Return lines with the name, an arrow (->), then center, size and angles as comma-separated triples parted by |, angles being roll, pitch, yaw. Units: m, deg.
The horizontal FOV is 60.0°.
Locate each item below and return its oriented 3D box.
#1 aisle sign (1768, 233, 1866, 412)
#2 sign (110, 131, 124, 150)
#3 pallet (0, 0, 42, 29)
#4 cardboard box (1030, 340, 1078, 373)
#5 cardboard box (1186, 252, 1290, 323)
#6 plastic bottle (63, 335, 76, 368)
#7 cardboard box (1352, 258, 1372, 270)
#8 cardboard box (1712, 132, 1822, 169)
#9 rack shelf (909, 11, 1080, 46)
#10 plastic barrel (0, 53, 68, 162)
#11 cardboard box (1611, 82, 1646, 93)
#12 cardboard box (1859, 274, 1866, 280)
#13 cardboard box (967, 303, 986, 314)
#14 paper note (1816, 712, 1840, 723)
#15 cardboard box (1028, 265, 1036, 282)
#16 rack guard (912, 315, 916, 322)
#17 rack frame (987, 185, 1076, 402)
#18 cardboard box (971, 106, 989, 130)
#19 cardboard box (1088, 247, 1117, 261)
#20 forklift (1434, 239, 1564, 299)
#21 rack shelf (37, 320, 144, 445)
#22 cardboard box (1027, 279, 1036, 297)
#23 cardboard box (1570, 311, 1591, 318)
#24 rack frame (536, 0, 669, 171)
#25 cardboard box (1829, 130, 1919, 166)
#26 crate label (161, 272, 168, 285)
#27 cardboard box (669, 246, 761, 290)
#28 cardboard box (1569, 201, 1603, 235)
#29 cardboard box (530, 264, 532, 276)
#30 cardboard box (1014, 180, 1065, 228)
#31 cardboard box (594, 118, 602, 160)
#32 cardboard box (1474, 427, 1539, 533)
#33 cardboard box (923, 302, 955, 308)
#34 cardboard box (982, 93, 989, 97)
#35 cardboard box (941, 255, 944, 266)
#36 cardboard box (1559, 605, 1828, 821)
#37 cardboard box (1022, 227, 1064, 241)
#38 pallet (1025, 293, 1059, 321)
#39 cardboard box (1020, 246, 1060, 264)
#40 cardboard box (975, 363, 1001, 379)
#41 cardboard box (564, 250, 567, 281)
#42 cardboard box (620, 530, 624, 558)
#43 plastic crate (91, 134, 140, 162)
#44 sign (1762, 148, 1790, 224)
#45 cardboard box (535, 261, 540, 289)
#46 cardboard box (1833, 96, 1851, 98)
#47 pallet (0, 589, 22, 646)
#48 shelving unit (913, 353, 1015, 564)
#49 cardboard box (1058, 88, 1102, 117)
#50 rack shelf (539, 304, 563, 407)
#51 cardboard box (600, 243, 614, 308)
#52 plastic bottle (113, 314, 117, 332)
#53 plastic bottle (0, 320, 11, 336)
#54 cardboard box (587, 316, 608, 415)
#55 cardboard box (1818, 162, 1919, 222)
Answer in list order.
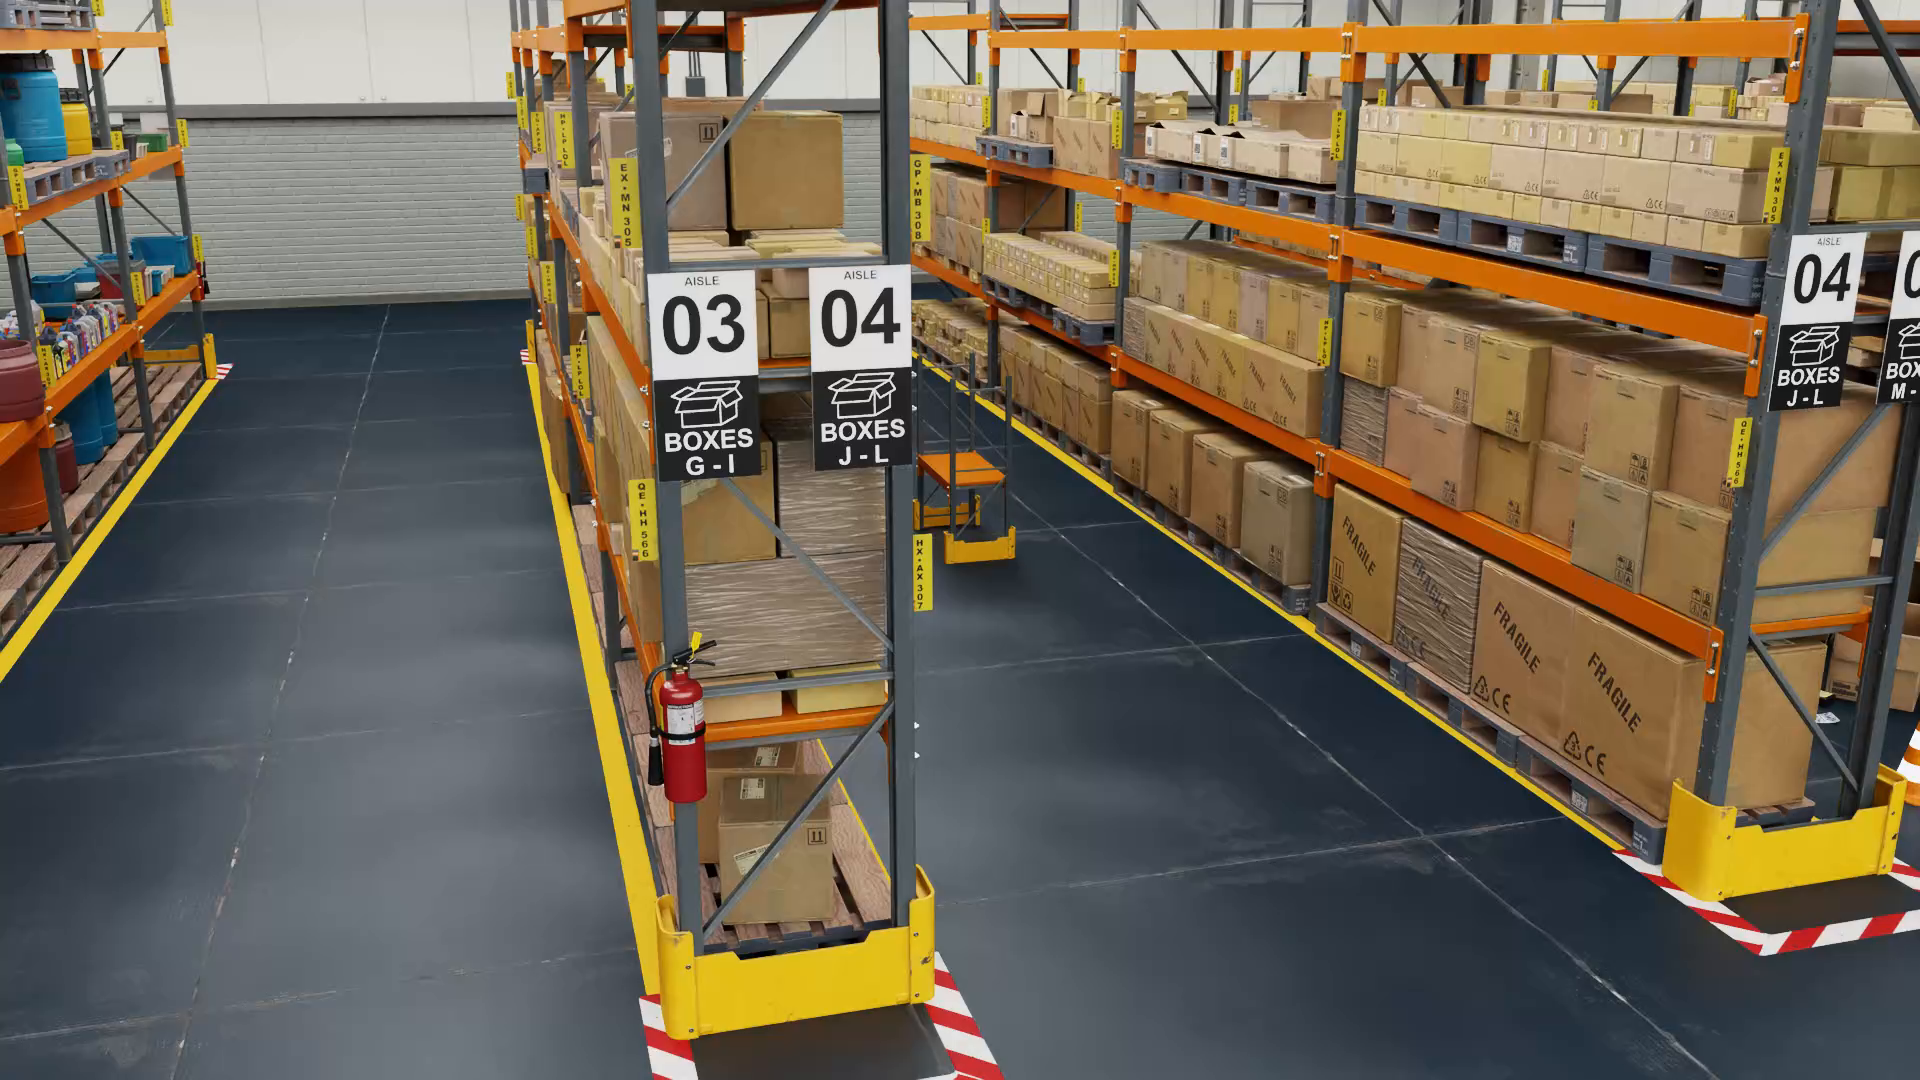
aisle sign -> 3.844, -0.974, 7.462 | 0.394, 0.787, 0.004 | -5, 17, -15
sign -> -8.215, -3.820, 16.224 | 0.100, 0.325, 0.005 | -5, 17, -15
pallet -> -7.813, -4.023, 12.725 | 1.213, 0.211, 1.003 | -5, 17, -15
cardboard box -> 1.049, -1.941, 17.511 | 0.500, 0.250, 0.500 | -4, 17, -13
cardboard box -> 2.311, -2.105, 13.835 | 0.700, 0.500, 0.500 | -5, 17, -16
plastic bottle -> -7.727, -1.642, 14.407 | 0.061, 0.283, 0.133 | -5, 17, -15
cardboard box -> 5.173, -3.667, 20.771 | 0.500, 0.500, 0.500 | -5, 17, -15
cardboard box -> 3.694, -1.786, 7.616 | 0.380, 0.149, 0.250 | -5, 17, -15
rack shelf -> 0.265, -6.172, 20.113 | 1.077, 0.370, 4.000 | -5, 17, -15
plastic barrel -> -8.128, -3.754, 14.419 | 0.600, 0.901, 0.708 | -5, 17, -15
cardboard box -> 9.372, -6.335, 23.488 | 0.500, 0.250, 0.500 | -5, 17, -16
cardboard box -> 7.260, -1.936, 13.763 | 0.500, 0.500, 0.500 | -5, 17, -15
cardboard box -> 0.312, -3.057, 22.105 | 0.380, 0.149, 0.250 | -5, 17, -16
paper note -> 5.326, 1.094, 10.260 | 0.144, 0.017, 0.142 | 1, 17, 4
cardboard box -> 0.913, -2.737, 17.040 | 0.380, 0.149, 0.250 | -5, 17, -16
rack guard -> -0.263, -2.980, 23.003 | 1.175, 0.500, 0.348 | -5, 17, -15
rack frame -> 0.815, -3.092, 19.030 | 1.000, 3.000, 0.127 | -5, 17, -15
cardboard box -> 0.444, -4.803, 18.906 | 0.500, 0.250, 0.500 | -6, 18, -18
cardboard box -> 1.546, -2.927, 17.154 | 0.380, 0.149, 0.250 | -5, 17, -16
forklift -> 4.829, -1.675, 14.433 | 1.130, 2.935, 3.031 | -5, 17, -16
rack shelf -> -8.194, -1.438, 14.776 | 1.077, 0.370, 4.000 | -5, 17, -15
cardboard box -> 0.911, -2.596, 17.088 | 0.380, 0.149, 0.250 | -6, 18, -18
cardboard box -> 6.257, -2.452, 17.162 | 0.500, 0.250, 0.500 | -5, 18, -17
rack frame -> -2.883, -4.494, 13.271 | 1.000, 3.000, 0.127 | -5, 17, -15
cardboard box -> 4.327, -1.837, 7.786 | 0.380, 0.149, 0.250 | -5, 17, -15
crate label -> -9.279, -2.977, 19.003 | 0.396, 0.136, 0.243 | -5, 17, -15
cardboard box -> -1.019, -1.097, 6.744 | 0.380, 0.149, 0.250 | -5, 18, -17
cardboard box -> 3.416, -1.684, 8.664 | 0.380, 0.149, 0.250 | -5, 17, -16
cardboard box -> -4.945, -3.234, 19.940 | 0.380, 0.149, 0.250 | -5, 17, -16
cardboard box -> 0.925, -3.905, 19.309 | 0.500, 0.500, 0.500 | -4, 17, -14
cardboard box -> -2.077, -2.600, 11.270 | 0.797, 0.503, 0.637 | -4, 17, -13
cardboard box -> 3.577, -0.402, 9.815 | 0.875, 0.550, 0.500 | -5, 17, -15
cardboard box -> -0.276, -3.080, 22.184 | 0.380, 0.149, 0.250 | -4, 17, -14
cardboard box -> 0.466, -4.952, 18.707 | 0.380, 0.149, 0.250 | -6, 18, -18
cardboard box -> -0.033, -3.535, 20.942 | 0.380, 0.149, 0.250 | -4, 17, -13
cardboard box -> 3.863, 0.862, 8.832 | 0.875, 0.875, 0.875 | -5, 17, -15
cardboard box -> 0.921, -3.439, 19.495 | 0.500, 0.500, 0.500 | -5, 17, -16
pallet -> 1.331, -2.438, 17.186 | 1.003, 0.211, 1.213 | -5, 17, -15
cardboard box -> 0.837, -2.954, 17.246 | 0.380, 0.149, 0.250 | -4, 17, -13
cardboard box -> 0.380, -2.009, 19.651 | 0.380, 0.149, 0.250 | -4, 17, -15
cardboard box -> -3.435, -2.718, 15.870 | 0.797, 0.503, 0.637 | -4, 17, -13
cardboard box -> -1.646, 0.033, 9.065 | 0.380, 0.149, 0.250 | -5, 17, -15
plastic crate -> -8.822, -4.075, 17.317 | 0.497, 0.269, 0.590 | -5, 17, -15
sign -> 3.587, -1.556, 7.302 | 0.100, 0.325, 0.005 | -5, 17, -15
cardboard box -> -4.355, -2.899, 18.134 | 0.500, 0.250, 0.500 | -5, 17, -16
cardboard box -> 10.745, -5.328, 20.276 | 0.380, 0.149, 0.250 | -4, 17, -14
pallet -> -7.138, 0.660, 11.387 | 1.003, 0.211, 1.213 | -5, 17, -15
shelving unit -> 0.021, -0.697, 13.666 | 0.587, 1.500, 1.083 | -5, 17, -15
cardboard box -> 1.180, -4.282, 16.274 | 0.396, 0.266, 0.258 | -5, 17, -15
rack shelf -> -3.432, -1.830, 16.080 | 1.077, 0.370, 4.000 | -5, 17, -15
cardboard box -> -1.477, -1.305, 8.130 | 0.500, 0.250, 0.500 | -5, 17, -16
plastic bottle -> -8.267, -2.127, 16.165 | 0.097, 0.201, 0.097 | 0, 17, 0
plastic bottle -> -8.729, -1.862, 15.153 | 0.152, 0.276, 0.135 | -5, 17, -15
cardboard box -> -1.904, -1.039, 9.769 | 0.500, 0.500, 0.500 | -5, 17, -15
cardboard box -> 4.227, -1.682, 7.964 | 0.500, 0.250, 0.500 | -5, 17, -15
